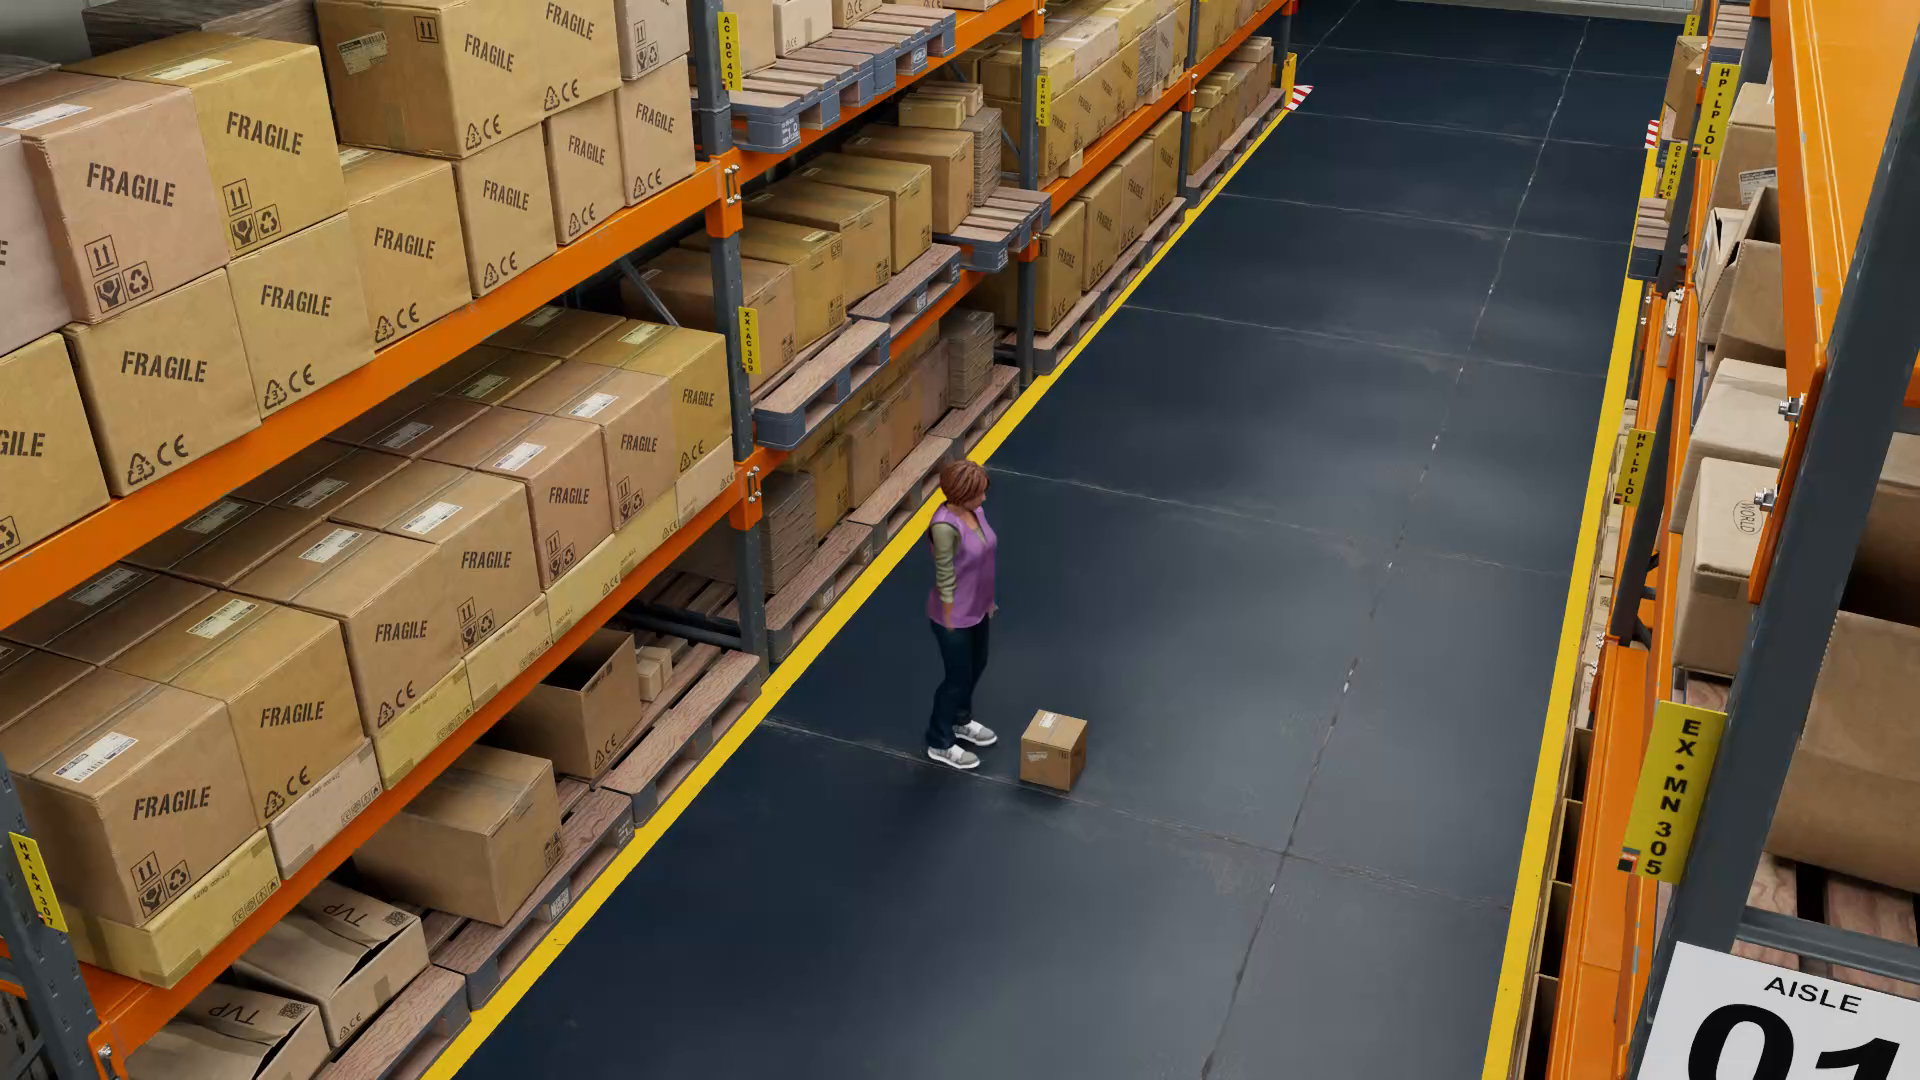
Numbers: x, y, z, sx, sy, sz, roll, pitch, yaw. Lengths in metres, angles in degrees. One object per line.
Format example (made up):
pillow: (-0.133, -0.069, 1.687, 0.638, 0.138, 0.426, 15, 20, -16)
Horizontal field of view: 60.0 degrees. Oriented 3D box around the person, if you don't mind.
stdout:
person: (0.011, 0.331, 7.831, 0.299, 1.594, 0.407, 12, 32, 20)
